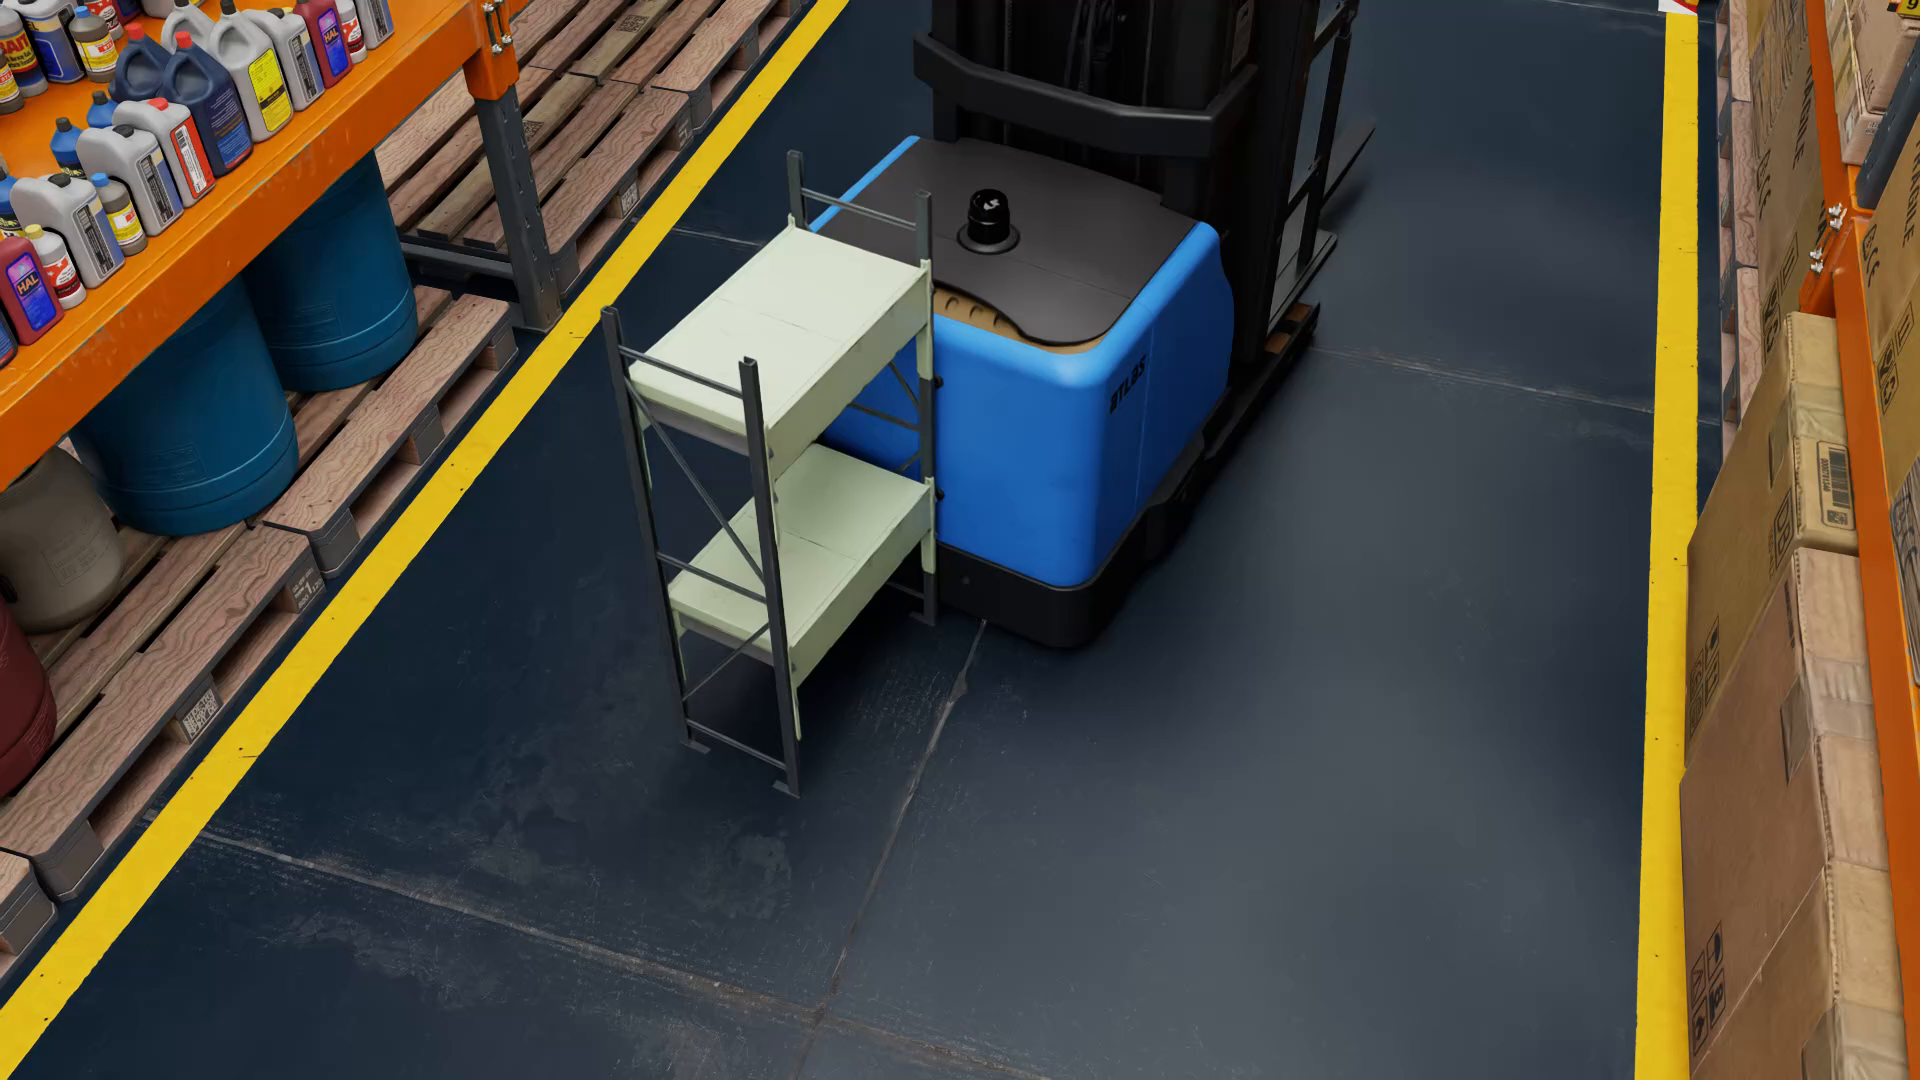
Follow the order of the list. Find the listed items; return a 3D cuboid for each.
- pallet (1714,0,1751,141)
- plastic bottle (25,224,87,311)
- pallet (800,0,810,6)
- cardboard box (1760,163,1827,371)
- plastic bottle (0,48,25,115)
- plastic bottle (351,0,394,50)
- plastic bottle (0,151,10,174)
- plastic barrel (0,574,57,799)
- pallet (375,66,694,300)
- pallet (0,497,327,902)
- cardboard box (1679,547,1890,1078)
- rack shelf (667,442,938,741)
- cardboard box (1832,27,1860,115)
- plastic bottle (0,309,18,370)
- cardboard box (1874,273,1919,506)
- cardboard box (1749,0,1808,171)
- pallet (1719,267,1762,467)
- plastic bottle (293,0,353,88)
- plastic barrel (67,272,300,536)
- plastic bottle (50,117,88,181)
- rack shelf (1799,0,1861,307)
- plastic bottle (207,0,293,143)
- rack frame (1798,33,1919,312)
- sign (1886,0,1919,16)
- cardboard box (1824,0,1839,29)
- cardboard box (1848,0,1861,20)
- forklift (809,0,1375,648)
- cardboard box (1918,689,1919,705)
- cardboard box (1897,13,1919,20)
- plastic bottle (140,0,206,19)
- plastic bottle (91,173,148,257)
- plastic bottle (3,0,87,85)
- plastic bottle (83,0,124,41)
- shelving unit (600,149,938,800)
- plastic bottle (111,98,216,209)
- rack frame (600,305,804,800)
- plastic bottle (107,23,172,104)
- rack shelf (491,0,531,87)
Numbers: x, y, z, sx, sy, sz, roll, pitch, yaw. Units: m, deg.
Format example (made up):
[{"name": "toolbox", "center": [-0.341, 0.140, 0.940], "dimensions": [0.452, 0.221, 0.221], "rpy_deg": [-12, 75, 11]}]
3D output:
[{"name": "pallet", "center": [3.818, -2.028, 7.171], "dimensions": [1.003, 0.211, 1.213], "rpy_deg": [13, 46, 13]}, {"name": "plastic bottle", "center": [-2.141, -0.648, 3.909], "dimensions": [0.097, 0.201, 0.097], "rpy_deg": [0, 44, 0]}, {"name": "pallet", "center": [-1.022, -3.085, 8.252], "dimensions": [1.003, 0.211, 1.213], "rpy_deg": [13, 46, 13]}, {"name": "cardboard box", "center": [3.050, -0.722, 5.062], "dimensions": [0.875, 0.875, 0.875], "rpy_deg": [13, 46, 13]}, {"name": "plastic bottle", "center": [-2.651, -1.278, 4.553], "dimensions": [0.097, 0.201, 0.097], "rpy_deg": [0, 44, 0]}, {"name": "plastic bottle", "center": [-1.758, -1.581, 4.810], "dimensions": [0.152, 0.276, 0.135], "rpy_deg": [13, 46, 13]}, {"name": "plastic bottle", "center": [-2.585, -1.035, 4.252], "dimensions": [0.152, 0.276, 0.135], "rpy_deg": [13, 46, 13]}, {"name": "plastic barrel", "center": [-2.684, 0.339, 4.183], "dimensions": [0.600, 0.588, 0.708], "rpy_deg": [13, 46, 13]}, {"name": "pallet", "center": [-1.761, -1.459, 6.590], "dimensions": [1.003, 0.211, 1.213], "rpy_deg": [13, 46, 13]}, {"name": "pallet", "center": [-2.587, 0.361, 4.730], "dimensions": [1.003, 0.211, 1.213], "rpy_deg": [13, 46, 13]}, {"name": "cardboard box", "center": [2.330, 0.728, 3.580], "dimensions": [1.225, 0.875, 0.875], "rpy_deg": [11, 45, 11]}, {"name": "rack shelf", "center": [-0.426, 0.107, 4.534], "dimensions": [0.431, 0.370, 0.720], "rpy_deg": [21, 48, 21]}, {"name": "cardboard box", "center": [2.632, -1.263, 4.575], "dimensions": [0.380, 0.149, 0.250], "rpy_deg": [13, 46, 13]}, {"name": "plastic bottle", "center": [-2.246, -0.523, 3.675], "dimensions": [0.144, 0.351, 0.185], "rpy_deg": [13, 46, 13]}, {"name": "cardboard box", "center": [2.245, -0.355, 3.396], "dimensions": [0.500, 0.500, 0.500], "rpy_deg": [13, 46, 13]}, {"name": "cardboard box", "center": [3.592, -1.915, 6.281], "dimensions": [0.875, 0.875, 0.875], "rpy_deg": [13, 46, 13]}, {"name": "pallet", "center": [3.079, -0.401, 5.509], "dimensions": [1.003, 0.211, 1.213], "rpy_deg": [13, 46, 13]}, {"name": "plastic bottle", "center": [-1.784, -1.420, 4.640], "dimensions": [0.061, 0.283, 0.133], "rpy_deg": [13, 46, 13]}, {"name": "plastic barrel", "center": [-2.342, -0.526, 4.843], "dimensions": [0.600, 0.901, 0.708], "rpy_deg": [13, 46, 13]}, {"name": "plastic bottle", "center": [-2.186, -0.924, 4.142], "dimensions": [0.097, 0.271, 0.097], "rpy_deg": [0, 44, 0]}, {"name": "rack shelf", "center": [3.380, -1.984, 5.647], "dimensions": [1.077, 0.370, 4.000], "rpy_deg": [13, 46, 13]}, {"name": "plastic bottle", "center": [-1.913, -1.257, 4.425], "dimensions": [0.144, 0.351, 0.185], "rpy_deg": [13, 46, 13]}, {"name": "rack frame", "center": [2.774, -0.908, 4.033], "dimensions": [1.000, 3.000, 0.127], "rpy_deg": [13, 46, 13]}, {"name": "sign", "center": [2.245, -1.362, 3.822], "dimensions": [0.100, 0.325, 0.005], "rpy_deg": [13, 46, 13]}, {"name": "cardboard box", "center": [2.788, -1.605, 4.925], "dimensions": [0.380, 0.149, 0.250], "rpy_deg": [13, 46, 13]}, {"name": "cardboard box", "center": [2.812, -1.656, 4.692], "dimensions": [0.500, 0.250, 0.500], "rpy_deg": [14, 46, 14]}, {"name": "forklift", "center": [0.625, -1.759, 4.951], "dimensions": [1.130, 2.935, 3.031], "rpy_deg": [21, 48, 21]}, {"name": "cardboard box", "center": [1.942, 0.324, 2.702], "dimensions": [0.500, 0.500, 0.500], "rpy_deg": [13, 46, 13]}, {"name": "cardboard box", "center": [2.658, -1.592, 4.090], "dimensions": [0.500, 0.500, 0.500], "rpy_deg": [14, 46, 14]}, {"name": "plastic bottle", "center": [-2.374, -1.746, 4.925], "dimensions": [0.144, 0.351, 0.185], "rpy_deg": [13, 46, 13]}, {"name": "plastic bottle", "center": [-2.071, -0.802, 4.067], "dimensions": [0.097, 0.201, 0.097], "rpy_deg": [0, 44, 0]}, {"name": "plastic bottle", "center": [-2.560, -1.441, 4.666], "dimensions": [0.152, 0.276, 0.135], "rpy_deg": [13, 46, 13]}, {"name": "plastic bottle", "center": [-2.522, -1.562, 4.844], "dimensions": [0.097, 0.201, 0.097], "rpy_deg": [0, 44, 0]}, {"name": "shelving unit", "center": [-0.426, -0.126, 4.306], "dimensions": [0.431, 1.500, 0.755], "rpy_deg": [21, 48, 21]}, {"name": "plastic bottle", "center": [-2.021, -1.002, 4.218], "dimensions": [0.152, 0.276, 0.135], "rpy_deg": [13, 46, 13]}, {"name": "rack frame", "center": [-0.605, 0.097, 4.078], "dimensions": [0.400, 1.500, 0.023], "rpy_deg": [21, 48, 21]}, {"name": "plastic bottle", "center": [-2.106, -1.165, 4.331], "dimensions": [0.144, 0.351, 0.185], "rpy_deg": [13, 46, 13]}, {"name": "rack shelf", "center": [-1.341, -3.033, 6.719], "dimensions": [1.077, 0.370, 4.000], "rpy_deg": [13, 46, 13]}]
